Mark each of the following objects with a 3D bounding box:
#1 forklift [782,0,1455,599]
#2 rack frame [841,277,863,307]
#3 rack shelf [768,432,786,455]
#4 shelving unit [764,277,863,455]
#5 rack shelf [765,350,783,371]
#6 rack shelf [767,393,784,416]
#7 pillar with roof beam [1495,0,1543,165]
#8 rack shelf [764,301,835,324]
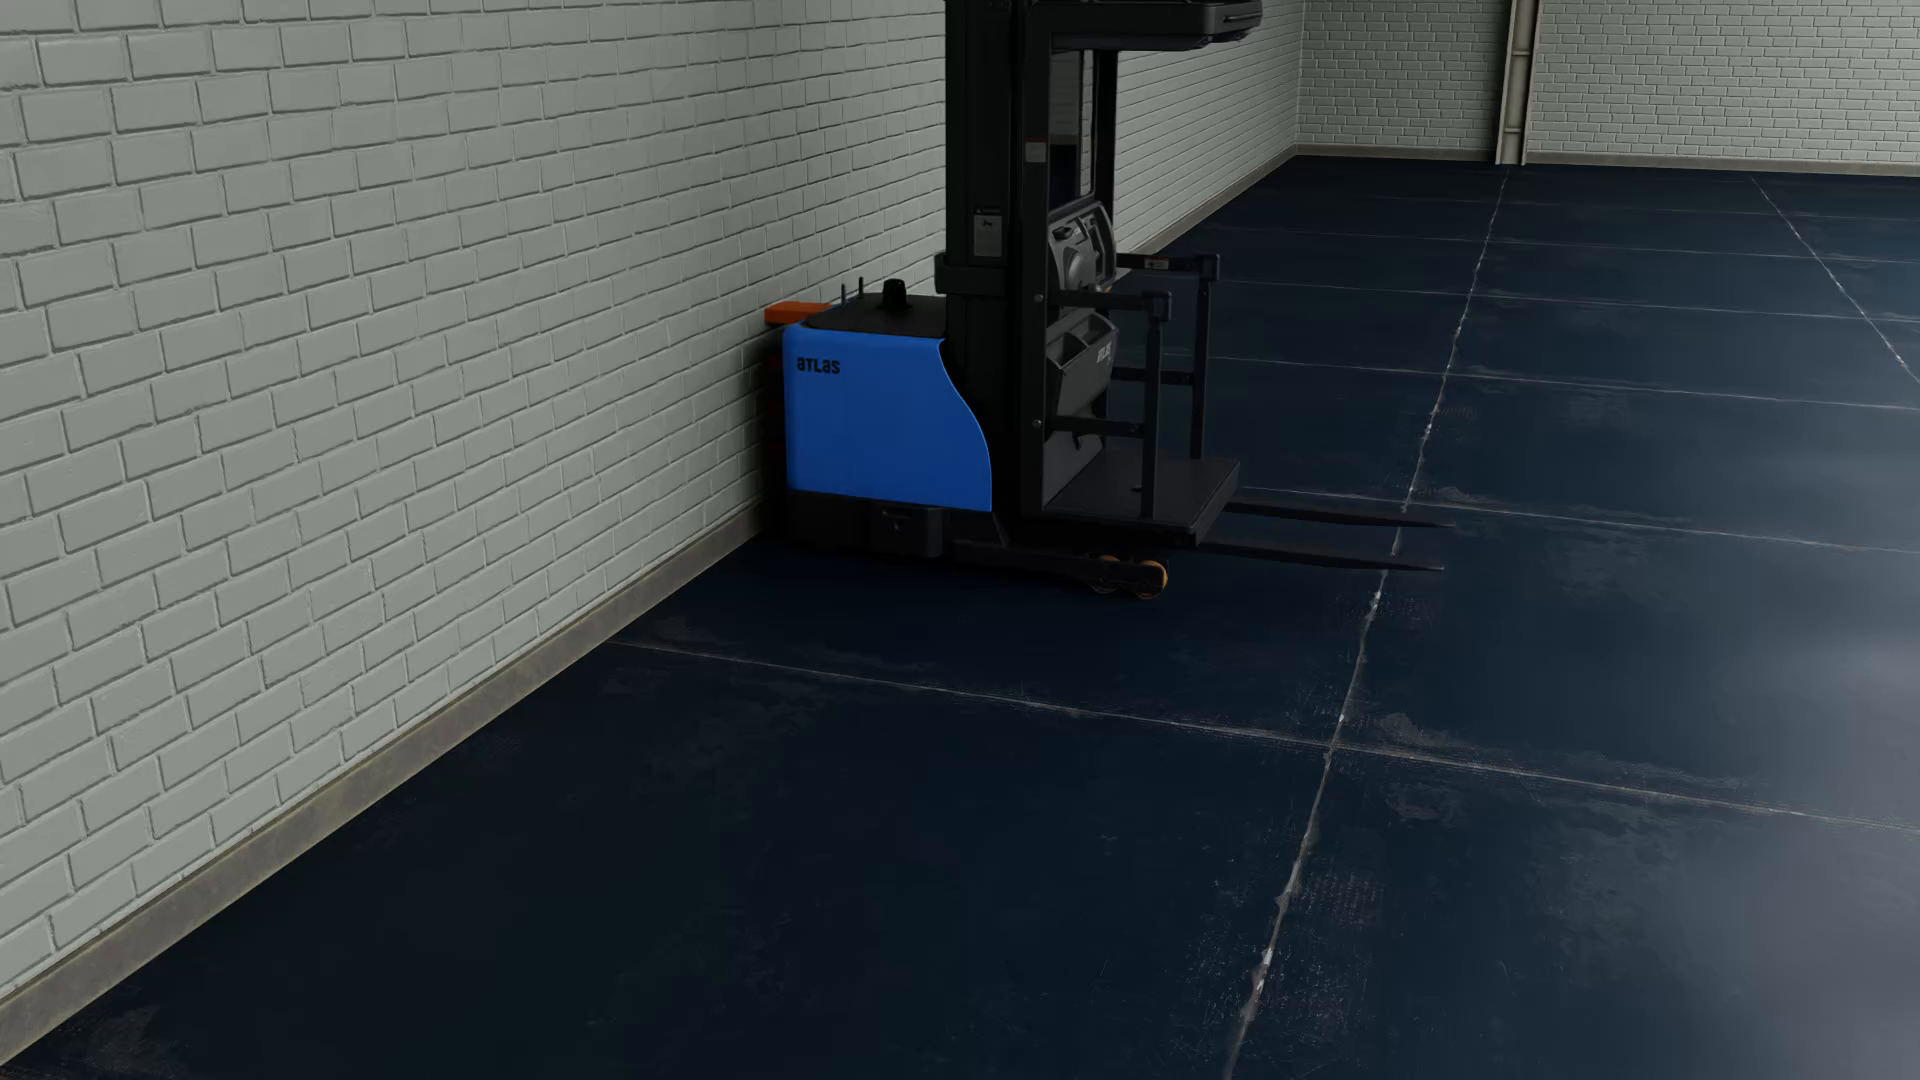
[{"bbox_3d":[0.738,-1.323,7.418,3.031,2.935,1.130,7,20,19],"label":"forklift"},{"bbox_3d":[-0.521,-0.671,8.149,0.015,1.200,0.240,7,19,18],"label":"rack frame"},{"bbox_3d":[-0.754,-0.445,8.307,0.480,0.148,0.258,7,19,18],"label":"rack shelf"},{"bbox_3d":[-0.752,-0.698,8.225,0.503,1.200,0.258,7,19,18],"label":"shelving unit"},{"bbox_3d":[-0.750,-0.846,8.176,0.480,0.148,0.258,7,19,18],"label":"rack shelf"},{"bbox_3d":[-0.752,-0.634,8.246,0.480,0.148,0.258,7,19,18],"label":"rack shelf"},{"bbox_3d":[6.220,-8.136,17.746,0.400,9.000,9.100,7,20,18],"label":"pillar with roof beam"},{"bbox_3d":[-0.748,-1.071,8.102,0.480,0.148,0.258,7,19,18],"label":"rack shelf"}]
